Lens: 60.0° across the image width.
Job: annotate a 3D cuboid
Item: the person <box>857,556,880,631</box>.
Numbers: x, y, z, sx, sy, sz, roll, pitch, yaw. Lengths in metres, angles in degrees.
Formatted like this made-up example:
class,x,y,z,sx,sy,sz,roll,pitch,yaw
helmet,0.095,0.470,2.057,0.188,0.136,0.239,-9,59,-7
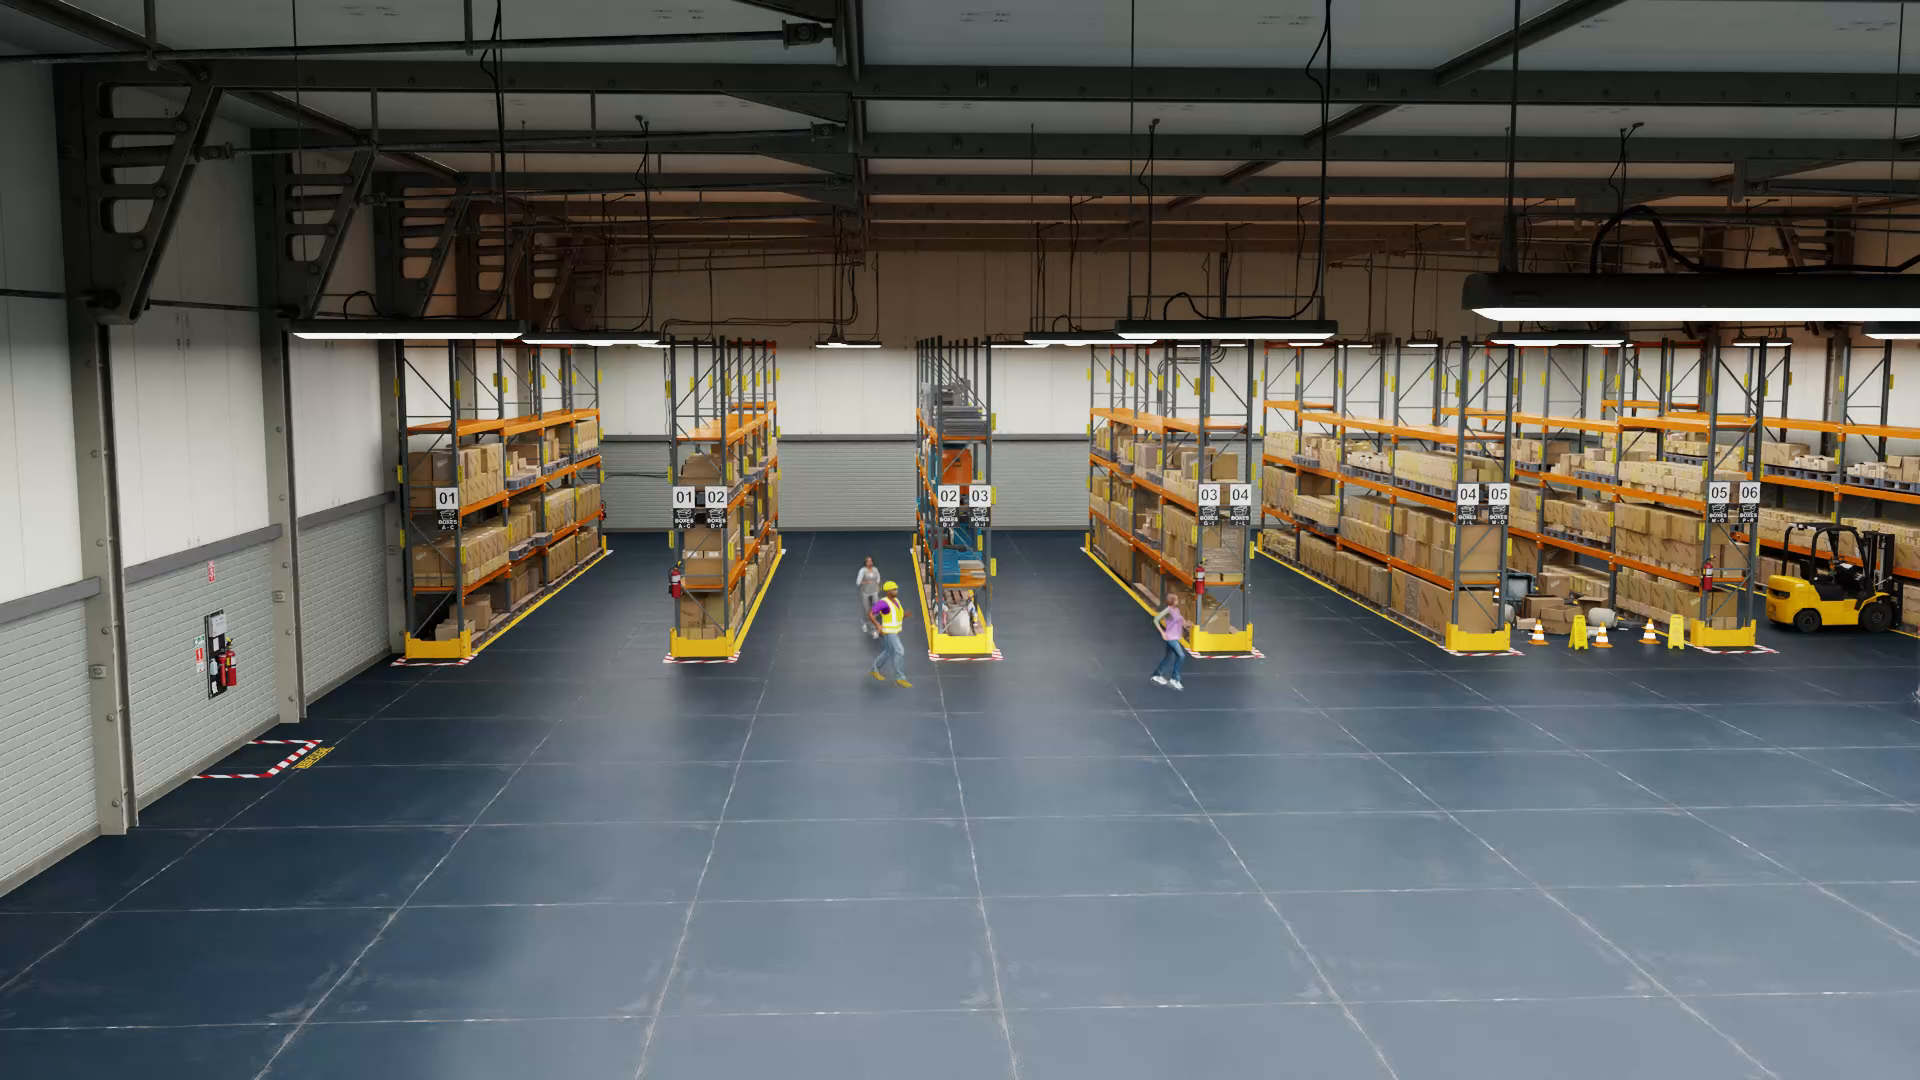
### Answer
class,x,y,z,sx,sy,sz,roll,pitch,yaw
person,-1.825,1.060,33.372,0.532,1.494,0.718,-2,7,-16

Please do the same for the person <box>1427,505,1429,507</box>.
class,x,y,z,sx,sy,sz,roll,pitch,yaw
person,14.149,-1.199,49.503,0.549,0.931,0.728,3,7,28

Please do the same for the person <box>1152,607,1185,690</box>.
class,x,y,z,sx,sy,sz,roll,pitch,yaw
person,3.564,1.829,28.315,0.625,1.417,0.356,3,7,26

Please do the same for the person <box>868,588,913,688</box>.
class,x,y,z,sx,sy,sz,roll,pitch,yaw
person,-1.177,1.622,28.435,0.879,1.765,0.682,2,7,19
